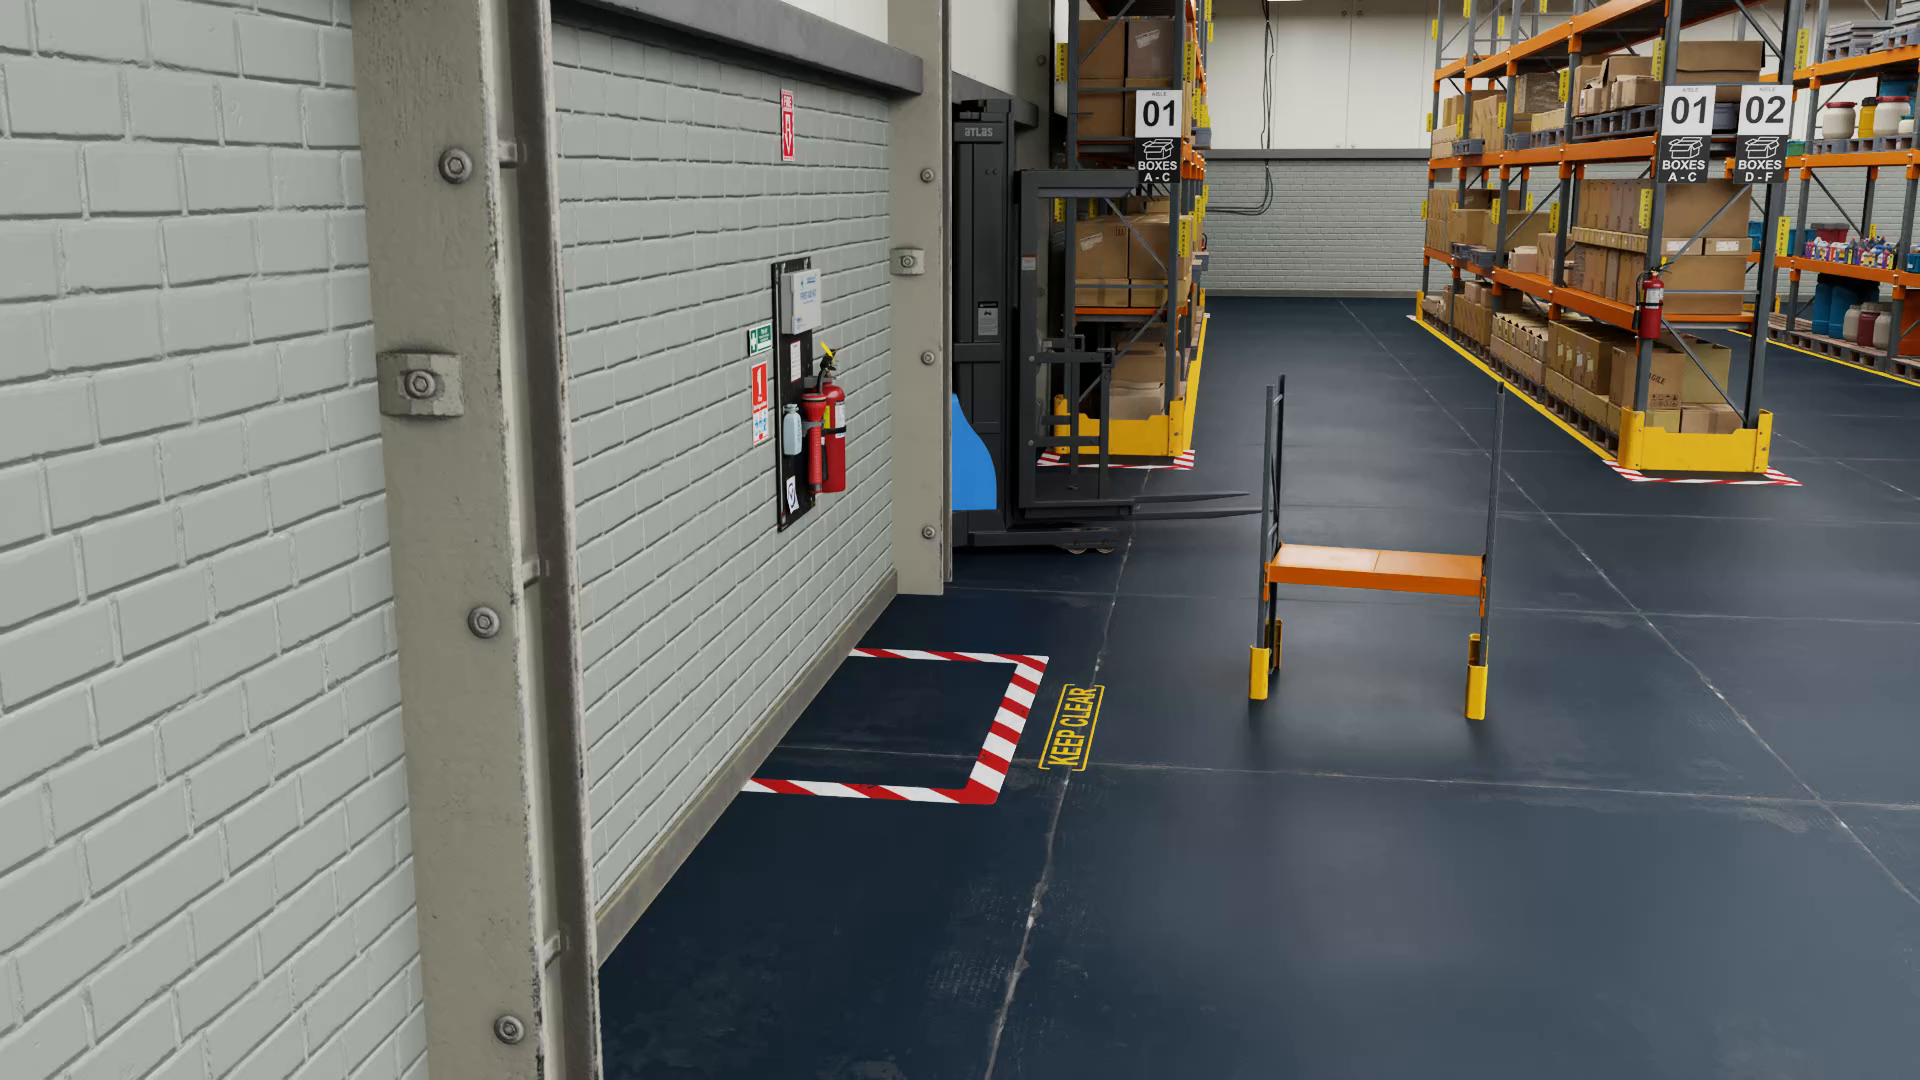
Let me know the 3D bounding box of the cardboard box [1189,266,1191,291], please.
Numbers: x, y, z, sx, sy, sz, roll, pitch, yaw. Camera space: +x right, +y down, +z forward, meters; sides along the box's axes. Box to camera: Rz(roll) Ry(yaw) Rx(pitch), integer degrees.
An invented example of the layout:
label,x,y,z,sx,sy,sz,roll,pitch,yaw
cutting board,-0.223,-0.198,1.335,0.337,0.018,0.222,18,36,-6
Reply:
label,x,y,z,sx,sy,sz,roll,pitch,yaw
cardboard box,2.134,-2.709,17.254,0.500,0.250,0.500,2,12,8

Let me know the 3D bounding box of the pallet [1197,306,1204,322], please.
label,x,y,z,sx,sy,sz,roll,pitch,yaw
pallet,3.854,-4.056,29.813,1.003,0.211,1.213,2,12,9

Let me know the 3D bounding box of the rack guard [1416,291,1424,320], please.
label,x,y,z,sx,sy,sz,roll,pitch,yaw
rack guard,8.783,-4.191,29.752,1.175,0.500,0.348,2,12,9

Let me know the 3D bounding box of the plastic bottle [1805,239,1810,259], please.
label,x,y,z,sx,sy,sz,roll,pitch,yaw
plastic bottle,12.595,-4.315,24.672,0.061,0.283,0.133,2,12,9

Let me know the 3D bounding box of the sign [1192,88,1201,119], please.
label,x,y,z,sx,sy,sz,roll,pitch,yaw
sign,2.591,-4.793,18.267,0.100,0.325,0.005,2,12,9

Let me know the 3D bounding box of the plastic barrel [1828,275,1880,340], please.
label,x,y,z,sx,sy,sz,roll,pitch,yaw
plastic barrel,12.864,-3.354,23.920,0.600,0.901,0.708,2,12,9

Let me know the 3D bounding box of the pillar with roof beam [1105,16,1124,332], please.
label,x,y,z,sx,sy,sz,roll,pitch,yaw
pillar with roof beam,6.791,-7.722,25.966,9.100,9.000,0.400,2,12,9

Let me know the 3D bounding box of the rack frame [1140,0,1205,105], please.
label,x,y,z,sx,sy,sz,roll,pitch,yaw
rack frame,3.284,-7.688,25.807,1.000,3.000,0.127,2,12,9

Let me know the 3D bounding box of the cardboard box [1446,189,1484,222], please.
label,x,y,z,sx,sy,sz,roll,pitch,yaw
cardboard box,8.078,-5.354,26.605,0.500,0.500,0.500,2,12,8

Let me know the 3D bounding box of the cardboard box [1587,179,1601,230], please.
label,x,y,z,sx,sy,sz,roll,pitch,yaw
cardboard box,6.811,-3.416,16.906,0.700,0.500,0.500,2,12,9

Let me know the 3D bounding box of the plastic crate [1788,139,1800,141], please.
label,x,y,z,sx,sy,sz,roll,pitch,yaw
plastic crate,13.043,-6.224,26.416,0.437,0.282,0.530,2,12,9

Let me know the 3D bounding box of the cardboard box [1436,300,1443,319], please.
label,x,y,z,sx,sy,sz,roll,pitch,yaw
cardboard box,8.102,-3.780,27.252,0.500,0.311,0.500,2,12,9

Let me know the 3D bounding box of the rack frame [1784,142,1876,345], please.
label,x,y,z,sx,sy,sz,roll,pitch,yaw
rack frame,13.073,-4.434,24.950,1.000,3.000,0.127,2,12,9

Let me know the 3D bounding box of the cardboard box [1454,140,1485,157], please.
label,x,y,z,sx,sy,sz,roll,pitch,yaw
cardboard box,7.991,-6.099,25.908,0.500,0.250,0.500,2,12,9

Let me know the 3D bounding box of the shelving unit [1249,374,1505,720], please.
label,x,y,z,sx,sy,sz,roll,pitch,yaw
shelving unit,1.984,0.002,7.925,1.083,1.500,0.587,4,13,17

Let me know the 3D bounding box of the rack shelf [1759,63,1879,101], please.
label,x,y,z,sx,sy,sz,roll,pitch,yaw
rack shelf,13.381,-7.236,26.368,1.077,0.370,4.000,2,12,9

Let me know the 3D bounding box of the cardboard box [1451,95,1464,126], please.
label,x,y,z,sx,sy,sz,roll,pitch,yaw
cardboard box,8.431,-7.015,27.193,0.700,0.500,0.500,2,12,9

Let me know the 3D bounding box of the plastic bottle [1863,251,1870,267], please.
label,x,y,z,sx,sy,sz,roll,pitch,yaw
plastic bottle,12.260,-3.796,22.458,0.097,0.201,0.097,0,12,0

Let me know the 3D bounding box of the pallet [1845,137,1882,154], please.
label,x,y,z,sx,sy,sz,roll,pitch,yaw
pallet,12.878,-5.406,22.786,1.003,0.211,1.213,2,12,9

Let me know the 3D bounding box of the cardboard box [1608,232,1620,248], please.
label,x,y,z,sx,sy,sz,roll,pitch,yaw
cardboard box,6.441,-2.872,15.924,0.380,0.149,0.250,2,12,8

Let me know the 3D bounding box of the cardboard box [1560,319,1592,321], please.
label,x,y,z,sx,sy,sz,roll,pitch,yaw
cardboard box,7.573,-2.568,20.488,0.500,0.311,0.500,2,12,8

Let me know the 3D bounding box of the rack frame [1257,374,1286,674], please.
label,x,y,z,sx,sy,sz,roll,pitch,yaw
rack frame,1.508,-0.030,8.073,0.032,1.500,0.500,4,13,17

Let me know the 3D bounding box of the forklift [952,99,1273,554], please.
label,x,y,z,sx,sy,sz,roll,pitch,yaw
forklift,0.623,-1.450,11.263,3.031,2.935,1.130,-2,12,-7

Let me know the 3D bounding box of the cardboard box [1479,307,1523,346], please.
label,x,y,z,sx,sy,sz,roll,pitch,yaw
cardboard box,7.476,-2.958,22.990,0.500,0.500,0.500,2,12,11

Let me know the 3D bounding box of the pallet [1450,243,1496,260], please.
label,x,y,z,sx,sy,sz,roll,pitch,yaw
pallet,7.949,-4.339,24.963,1.003,0.211,1.213,2,12,9

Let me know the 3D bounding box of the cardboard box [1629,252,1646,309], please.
label,x,y,z,sx,sy,sz,roll,pitch,yaw
cardboard box,6.494,-2.353,15.053,0.700,0.500,0.500,2,12,10

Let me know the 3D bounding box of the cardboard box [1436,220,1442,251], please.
label,x,y,z,sx,sy,sz,roll,pitch,yaw
cardboard box,8.233,-5.077,27.696,0.500,0.500,0.500,2,12,9

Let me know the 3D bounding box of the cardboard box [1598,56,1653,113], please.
label,x,y,z,sx,sy,sz,roll,pitch,yaw
cardboard box,6.571,-4.382,16.013,0.797,0.503,0.637,3,13,15

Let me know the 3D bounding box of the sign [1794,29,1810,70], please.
label,x,y,z,sx,sy,sz,roll,pitch,yaw
sign,6.881,-4.011,13.601,0.100,0.325,0.005,2,12,9

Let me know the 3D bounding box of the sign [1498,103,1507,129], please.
label,x,y,z,sx,sy,sz,roll,pitch,yaw
sign,7.028,-5.500,21.547,0.100,0.325,0.005,2,12,9

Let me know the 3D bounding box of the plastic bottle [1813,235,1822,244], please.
label,x,y,z,sx,sy,sz,roll,pitch,yaw
plastic bottle,12.693,-4.339,24.625,0.144,0.351,0.185,2,12,9

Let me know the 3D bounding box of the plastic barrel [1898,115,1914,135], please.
label,x,y,z,sx,sy,sz,roll,pitch,yaw
plastic barrel,12.478,-5.434,21.798,0.301,0.262,0.301,0,12,0

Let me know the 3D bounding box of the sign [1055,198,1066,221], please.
label,x,y,z,sx,sy,sz,roll,pitch,yaw
sign,0.893,-3.000,14.796,0.100,0.325,0.005,2,12,9

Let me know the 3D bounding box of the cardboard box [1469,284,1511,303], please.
label,x,y,z,sx,sy,sz,roll,pitch,yaw
cardboard box,7.634,-3.550,23.955,0.500,0.250,0.500,2,12,8

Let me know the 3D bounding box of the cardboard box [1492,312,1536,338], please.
label,x,y,z,sx,sy,sz,roll,pitch,yaw
cardboard box,7.194,-2.799,21.559,0.500,0.311,0.500,2,12,11

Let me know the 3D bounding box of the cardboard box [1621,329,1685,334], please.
label,x,y,z,sx,sy,sz,roll,pitch,yaw
cardboard box,6.932,-1.847,16.692,0.500,0.500,0.500,2,12,9

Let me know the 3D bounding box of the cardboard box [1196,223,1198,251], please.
label,x,y,z,sx,sy,sz,roll,pitch,yaw
cardboard box,3.086,-4.328,23.467,0.500,0.500,0.500,2,12,11

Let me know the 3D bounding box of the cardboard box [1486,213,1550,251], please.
label,x,y,z,sx,sy,sz,roll,pitch,yaw
cardboard box,7.550,-4.152,22.405,0.700,0.500,0.500,-2,12,-10

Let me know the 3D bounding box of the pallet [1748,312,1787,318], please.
label,x,y,z,sx,sy,sz,roll,pitch,yaw
pallet,13.523,-3.734,28.316,1.003,0.211,1.213,2,12,9

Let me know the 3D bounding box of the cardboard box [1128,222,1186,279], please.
label,x,y,z,sx,sy,sz,roll,pitch,yaw
cardboard box,1.809,-2.650,15.199,0.500,0.500,0.500,2,12,9

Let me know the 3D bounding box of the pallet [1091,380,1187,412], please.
label,x,y,z,sx,sy,sz,roll,pitch,yaw
pallet,1.985,-1.586,18.352,1.003,0.211,1.213,2,12,9

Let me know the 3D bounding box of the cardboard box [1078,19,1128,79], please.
label,x,y,z,sx,sy,sz,roll,pitch,yaw
cardboard box,1.247,-4.369,14.870,0.500,0.500,0.500,2,12,11

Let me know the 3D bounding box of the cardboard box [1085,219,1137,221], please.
label,x,y,z,sx,sy,sz,roll,pitch,yaw
cardboard box,1.463,-2.878,16.255,0.500,0.500,0.500,2,12,7

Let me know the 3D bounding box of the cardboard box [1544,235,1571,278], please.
label,x,y,z,sx,sy,sz,roll,pitch,yaw
cardboard box,7.241,-3.352,19.692,0.500,0.500,0.500,2,12,9

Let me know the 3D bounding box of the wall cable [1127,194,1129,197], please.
label,x,y,z,sx,sy,sz,roll,pitch,yaw
wall cable,3.162,-6.382,31.575,0.084,1.984,1.851,2,12,9

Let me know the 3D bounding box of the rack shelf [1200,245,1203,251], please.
label,x,y,z,sx,sy,sz,roll,pitch,yaw
rack shelf,3.592,-4.820,28.447,1.077,0.370,4.000,2,12,9

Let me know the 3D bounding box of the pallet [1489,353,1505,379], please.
label,x,y,z,sx,sy,sz,roll,pitch,yaw
pallet,7.399,-2.230,21.339,1.003,0.211,1.213,2,12,9

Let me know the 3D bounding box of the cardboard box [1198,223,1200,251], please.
label,x,y,z,sx,sy,sz,roll,pitch,yaw
cardboard box,3.384,-5.014,26.929,0.980,0.700,0.700,2,12,10

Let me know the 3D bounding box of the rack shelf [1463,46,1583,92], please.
label,x,y,z,sx,sy,sz,roll,pitch,yaw
rack shelf,7.872,-6.565,23.252,1.077,0.370,4.000,2,12,9

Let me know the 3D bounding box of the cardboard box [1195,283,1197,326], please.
label,x,y,z,sx,sy,sz,roll,pitch,yaw
cardboard box,3.179,-3.585,25.115,0.750,0.750,0.750,2,12,10

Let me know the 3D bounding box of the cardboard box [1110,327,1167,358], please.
label,x,y,z,sx,sy,sz,roll,pitch,yaw
cardboard box,2.151,-2.237,19.642,0.700,0.500,0.500,2,12,11

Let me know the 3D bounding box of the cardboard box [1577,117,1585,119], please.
label,x,y,z,sx,sy,sz,roll,pitch,yaw
cardboard box,7.053,-4.657,18.220,0.500,0.250,0.500,3,13,15

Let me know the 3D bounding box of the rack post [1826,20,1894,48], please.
label,x,y,z,sx,sy,sz,roll,pitch,yaw
rack post,12.913,-7.156,23.517,0.937,0.300,0.954,2,12,8

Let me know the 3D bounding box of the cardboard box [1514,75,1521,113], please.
label,x,y,z,sx,sy,sz,roll,pitch,yaw
cardboard box,7.716,-5.964,22.316,0.500,0.500,0.500,2,12,9
